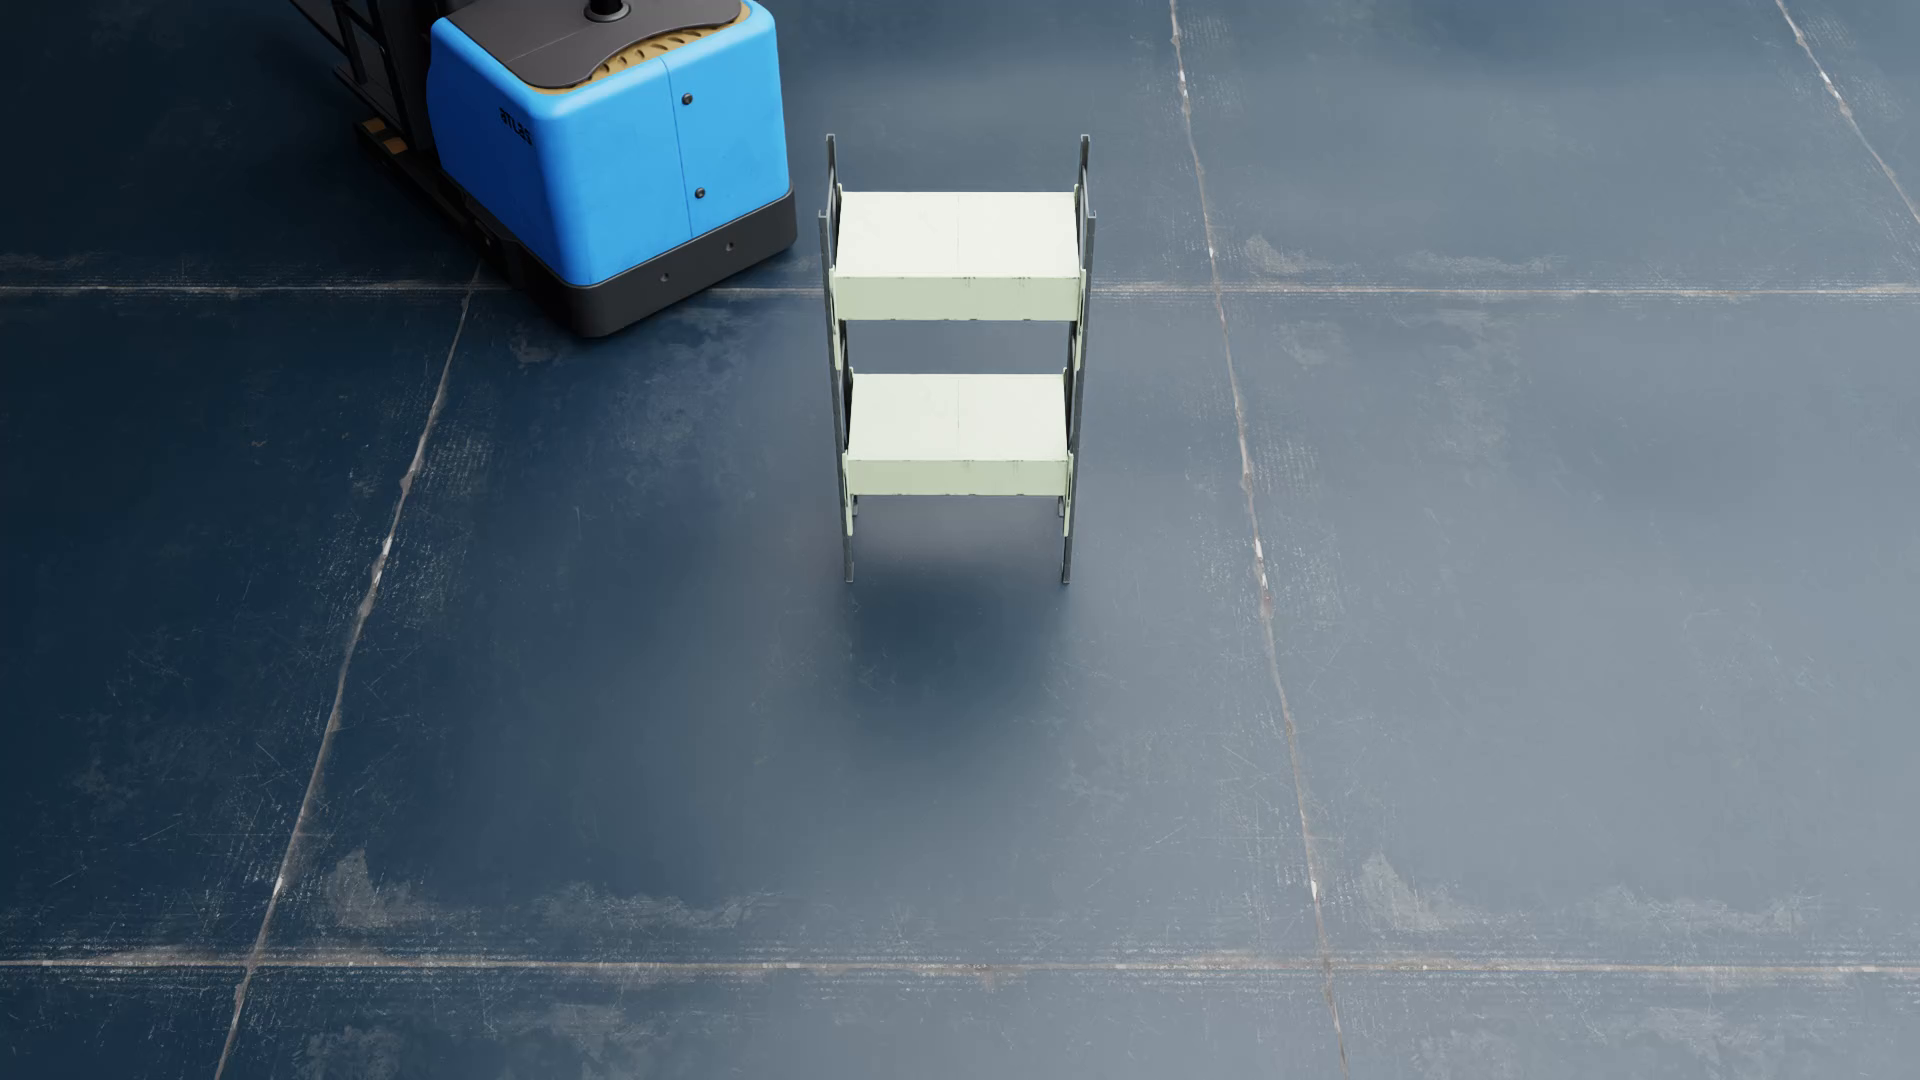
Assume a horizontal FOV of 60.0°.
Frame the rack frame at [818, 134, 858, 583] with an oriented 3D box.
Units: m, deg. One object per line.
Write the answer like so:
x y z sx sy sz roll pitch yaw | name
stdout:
-0.373 -0.512 5.202 0.023 1.500 0.400 0 47 0 | rack frame

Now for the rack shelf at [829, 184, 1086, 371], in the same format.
-0.007 -0.777 4.915 0.720 0.370 0.431 0 47 0 | rack shelf

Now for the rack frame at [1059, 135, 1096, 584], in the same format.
0.359 -0.510 5.200 0.023 1.500 0.400 0 47 0 | rack frame

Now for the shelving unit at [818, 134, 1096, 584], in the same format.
-0.007 -0.511 5.201 0.755 1.500 0.431 0 47 0 | shelving unit

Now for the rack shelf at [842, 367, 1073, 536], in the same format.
-0.007 -0.289 5.440 0.720 0.370 0.431 0 47 0 | rack shelf

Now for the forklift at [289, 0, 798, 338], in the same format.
-1.996 -2.788 6.342 1.130 2.935 3.031 -32 55 -26 | forklift
